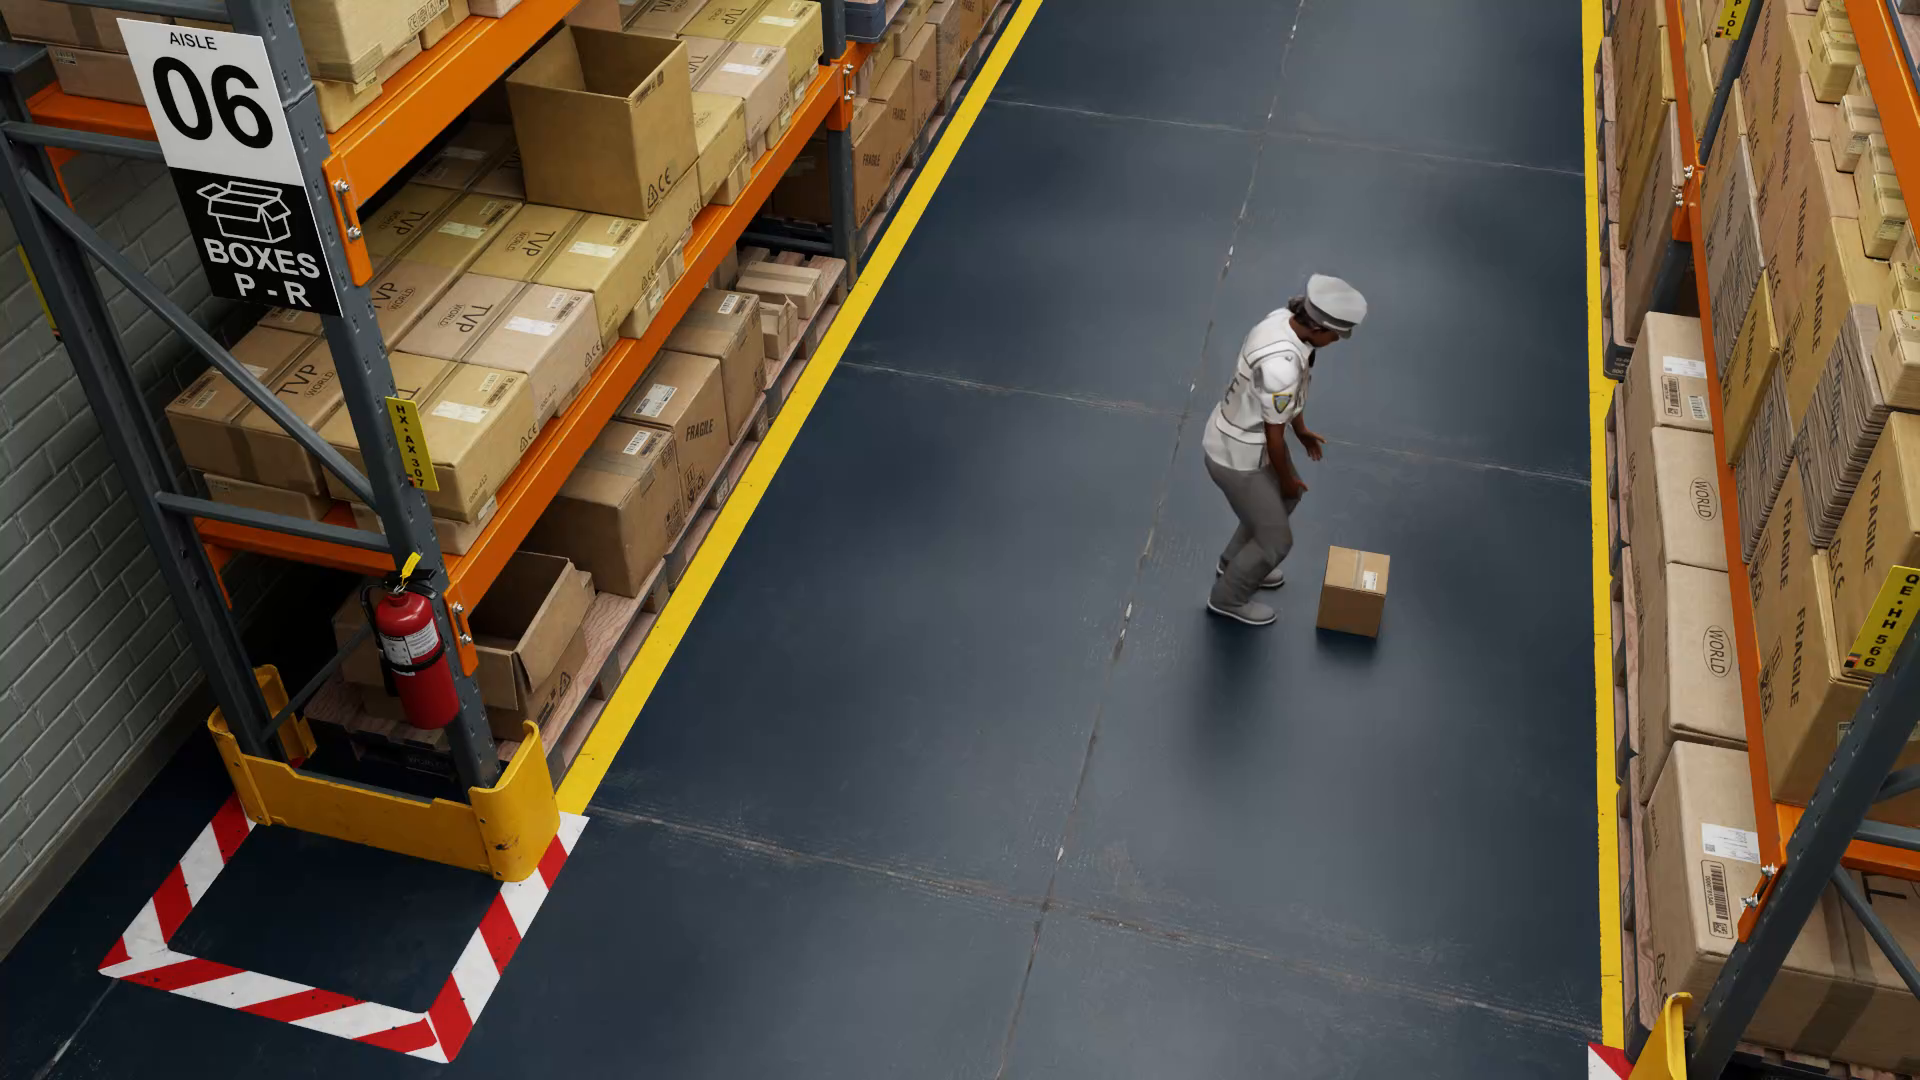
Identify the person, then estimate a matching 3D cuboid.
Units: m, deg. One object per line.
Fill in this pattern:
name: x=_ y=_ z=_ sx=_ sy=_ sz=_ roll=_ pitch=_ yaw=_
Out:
person: x=1.246 y=-0.366 z=6.661 sx=0.541 sy=1.563 sz=0.476 roll=11 pitch=42 yaw=12
